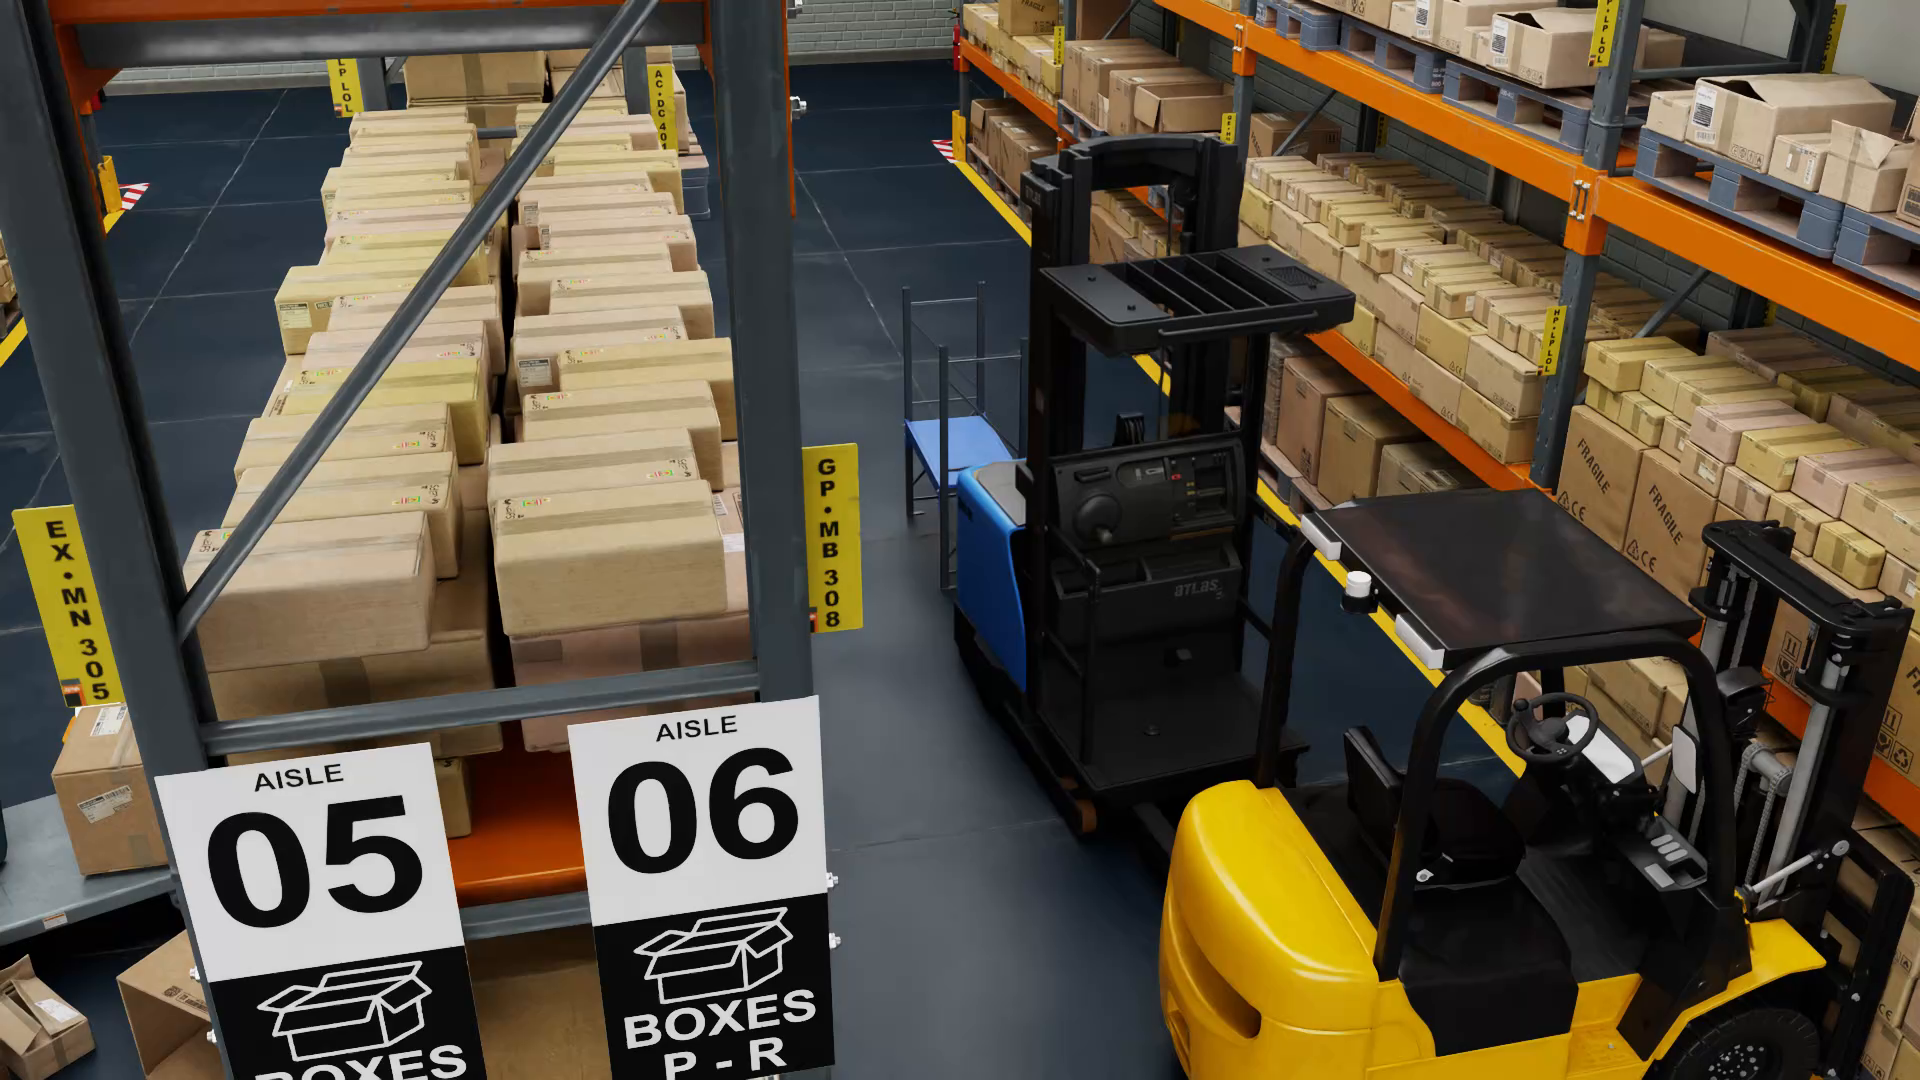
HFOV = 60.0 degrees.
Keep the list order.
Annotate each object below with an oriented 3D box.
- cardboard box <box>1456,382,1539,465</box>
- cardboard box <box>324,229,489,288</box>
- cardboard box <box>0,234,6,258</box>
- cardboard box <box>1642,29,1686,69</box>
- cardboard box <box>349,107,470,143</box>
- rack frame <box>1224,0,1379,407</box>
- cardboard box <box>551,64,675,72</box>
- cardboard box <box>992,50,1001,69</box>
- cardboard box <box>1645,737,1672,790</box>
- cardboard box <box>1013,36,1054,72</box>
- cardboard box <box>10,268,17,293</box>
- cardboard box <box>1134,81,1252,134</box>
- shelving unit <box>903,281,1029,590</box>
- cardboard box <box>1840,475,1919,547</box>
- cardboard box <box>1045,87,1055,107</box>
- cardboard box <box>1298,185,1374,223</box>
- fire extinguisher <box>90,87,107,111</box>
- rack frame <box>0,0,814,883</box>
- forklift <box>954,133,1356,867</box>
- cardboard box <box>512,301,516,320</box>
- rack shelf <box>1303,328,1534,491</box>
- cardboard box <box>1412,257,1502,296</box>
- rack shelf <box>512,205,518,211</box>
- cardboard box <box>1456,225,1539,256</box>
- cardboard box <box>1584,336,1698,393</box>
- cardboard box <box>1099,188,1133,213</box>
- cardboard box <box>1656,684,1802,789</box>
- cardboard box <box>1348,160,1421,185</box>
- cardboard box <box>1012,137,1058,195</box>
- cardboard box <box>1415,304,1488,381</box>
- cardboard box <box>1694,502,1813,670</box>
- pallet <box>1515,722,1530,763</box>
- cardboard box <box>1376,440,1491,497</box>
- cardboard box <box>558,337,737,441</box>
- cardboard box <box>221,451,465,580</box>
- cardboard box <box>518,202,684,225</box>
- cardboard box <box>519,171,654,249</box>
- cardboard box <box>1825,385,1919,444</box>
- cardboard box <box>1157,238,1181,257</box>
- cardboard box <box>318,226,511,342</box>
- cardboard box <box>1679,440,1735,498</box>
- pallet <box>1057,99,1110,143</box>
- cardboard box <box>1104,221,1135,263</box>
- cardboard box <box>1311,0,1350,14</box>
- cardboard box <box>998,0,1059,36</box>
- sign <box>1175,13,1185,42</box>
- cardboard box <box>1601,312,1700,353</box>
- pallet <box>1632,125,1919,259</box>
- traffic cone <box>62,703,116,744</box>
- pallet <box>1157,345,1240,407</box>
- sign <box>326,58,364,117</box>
[{"bbox_3d":[2.830,-0.603,8.283,0.500,0.250,0.500,-5,27,-10],"label":"cardboard box"},{"bbox_3d":[-1.453,-0.707,4.387,0.380,0.149,0.250,-5,27,-11],"label":"cardboard box"},{"bbox_3d":[-8.120,-2.414,13.742,0.380,0.149,0.250,-5,27,-9],"label":"cardboard box"},{"bbox_3d":[3.199,-2.327,7.905,0.380,0.149,0.250,-6,27,-12],"label":"cardboard box"},{"bbox_3d":[-1.884,-1.381,5.723,0.380,0.149,0.250,-6,27,-13],"label":"cardboard box"},{"bbox_3d":[2.297,-2.232,11.342,1.000,3.000,0.127,-6,27,-12],"label":"rack frame"},{"bbox_3d":[-1.493,-1.949,7.155,0.500,0.250,0.500,-6,27,-12],"label":"cardboard box"},{"bbox_3d":[0.543,-4.889,16.885,0.380,0.149,0.250,-7,28,-13],"label":"cardboard box"},{"bbox_3d":[3.224,1.028,6.916,0.500,0.250,0.500,-6,27,-12],"label":"cardboard box"},{"bbox_3d":[0.816,-4.691,16.051,0.500,0.250,0.500,-6,27,-12],"label":"cardboard box"},{"bbox_3d":[-8.068,-2.159,13.896,0.380,0.149,0.250,-5,27,-10],"label":"cardboard box"},{"bbox_3d":[1.749,-3.163,12.607,0.797,0.503,0.637,-7,28,-13],"label":"cardboard box"},{"bbox_3d":[0.019,-0.632,9.838,0.538,1.500,1.048,-6,27,-12],"label":"shelving unit"},{"bbox_3d":[3.422,-0.107,5.973,0.380,0.149,0.250,-6,27,-11],"label":"cardboard box"},{"bbox_3d":[0.998,-4.102,15.327,0.380,0.149,0.250,-5,27,-10],"label":"cardboard box"},{"bbox_3d":[2.298,-2.055,10.162,0.380,0.149,0.250,-6,27,-11],"label":"cardboard box"},{"bbox_3d":[-8.748,-4.647,16.628,0.296,0.674,0.183,-6,27,-12],"label":"fire extinguisher"},{"bbox_3d":[-0.735,-0.892,2.031,1.000,3.000,0.127,-6,27,-12],"label":"rack frame"},{"bbox_3d":[0.940,-0.175,7.343,1.130,2.935,3.031,-9,28,-17],"label":"forklift"},{"bbox_3d":[-1.637,-0.817,5.489,0.380,0.149,0.250,-6,27,-12],"label":"cardboard box"},{"bbox_3d":[2.748,-1.032,9.765,1.077,0.370,4.000,-6,27,-12],"label":"rack shelf"},{"bbox_3d":[2.639,-1.385,8.834,0.380,0.149,0.250,-7,28,-13],"label":"cardboard box"},{"bbox_3d":[-2.087,-1.866,8.087,1.077,0.370,4.000,-6,27,-12],"label":"rack shelf"},{"bbox_3d":[3.030,-1.660,9.379,0.380,0.149,0.250,-6,27,-11],"label":"cardboard box"},{"bbox_3d":[2.981,-0.773,7.291,0.380,0.149,0.250,-5,27,-11],"label":"cardboard box"},{"bbox_3d":[1.424,-2.939,14.332,0.380,0.149,0.250,-7,28,-14],"label":"cardboard box"},{"bbox_3d":[3.231,0.805,6.802,0.500,0.250,0.500,-5,27,-10],"label":"cardboard box"},{"bbox_3d":[2.735,-2.340,10.726,0.380,0.149,0.250,-5,27,-10],"label":"cardboard box"},{"bbox_3d":[0.928,-3.702,16.564,0.700,0.500,0.500,-7,28,-14],"label":"cardboard box"},{"bbox_3d":[2.716,-1.047,8.606,0.500,0.250,0.500,-7,28,-13],"label":"cardboard box"},{"bbox_3d":[3.293,0.150,6.512,0.500,0.500,0.500,-6,27,-12],"label":"cardboard box"},{"bbox_3d":[3.337,1.123,7.791,1.003,0.211,1.213,-6,27,-12],"label":"pallet"},{"bbox_3d":[2.903,-0.172,9.432,0.875,0.625,0.625,-6,27,-12],"label":"cardboard box"},{"bbox_3d":[-0.669,-0.316,3.613,0.380,0.149,0.250,-6,27,-12],"label":"cardboard box"},{"bbox_3d":[-1.120,-0.032,3.050,0.380,0.149,0.250,-5,27,-11],"label":"cardboard box"},{"bbox_3d":[-1.160,-0.987,5.383,0.500,0.250,0.500,-6,27,-12],"label":"cardboard box"},{"bbox_3d":[-1.103,-0.980,4.928,0.380,0.149,0.250,-6,28,-13],"label":"cardboard box"},{"bbox_3d":[3.771,-0.500,6.752,0.380,0.149,0.250,-6,27,-13],"label":"cardboard box"},{"bbox_3d":[1.759,-2.251,12.968,0.380,0.149,0.250,-6,27,-12],"label":"cardboard box"},{"bbox_3d":[-1.579,-0.707,4.830,0.500,0.250,0.500,-6,27,-11],"label":"cardboard box"},{"bbox_3d":[3.143,-0.302,6.689,0.380,0.149,0.250,-5,27,-10],"label":"cardboard box"},{"bbox_3d":[1.469,-3.540,14.148,1.003,0.211,1.213,-6,27,-12],"label":"pallet"},{"bbox_3d":[1.523,-2.372,13.928,0.500,0.500,0.500,-7,28,-13],"label":"cardboard box"},{"bbox_3d":[2.434,-3.293,9.429,0.700,0.500,0.500,-6,27,-13],"label":"cardboard box"},{"bbox_3d":[0.672,-5.259,16.345,0.500,0.500,0.500,-5,27,-10],"label":"cardboard box"},{"bbox_3d":[1.936,-4.562,14.675,0.100,0.325,0.005,-6,27,-12],"label":"sign"},{"bbox_3d":[3.328,-0.986,8.043,0.380,0.149,0.250,-7,28,-13],"label":"cardboard box"},{"bbox_3d":[3.416,-1.403,6.471,1.003,0.211,1.213,-6,27,-12],"label":"pallet"},{"bbox_3d":[-4.320,0.735,8.281,0.336,0.463,0.334,-6,27,-12],"label":"traffic cone"},{"bbox_3d":[2.166,-1.318,12.628,1.003,0.211,1.213,-6,27,-12],"label":"pallet"},{"bbox_3d":[-2.177,-1.658,5.866,0.100,0.325,0.005,-6,27,-12],"label":"sign"}]
